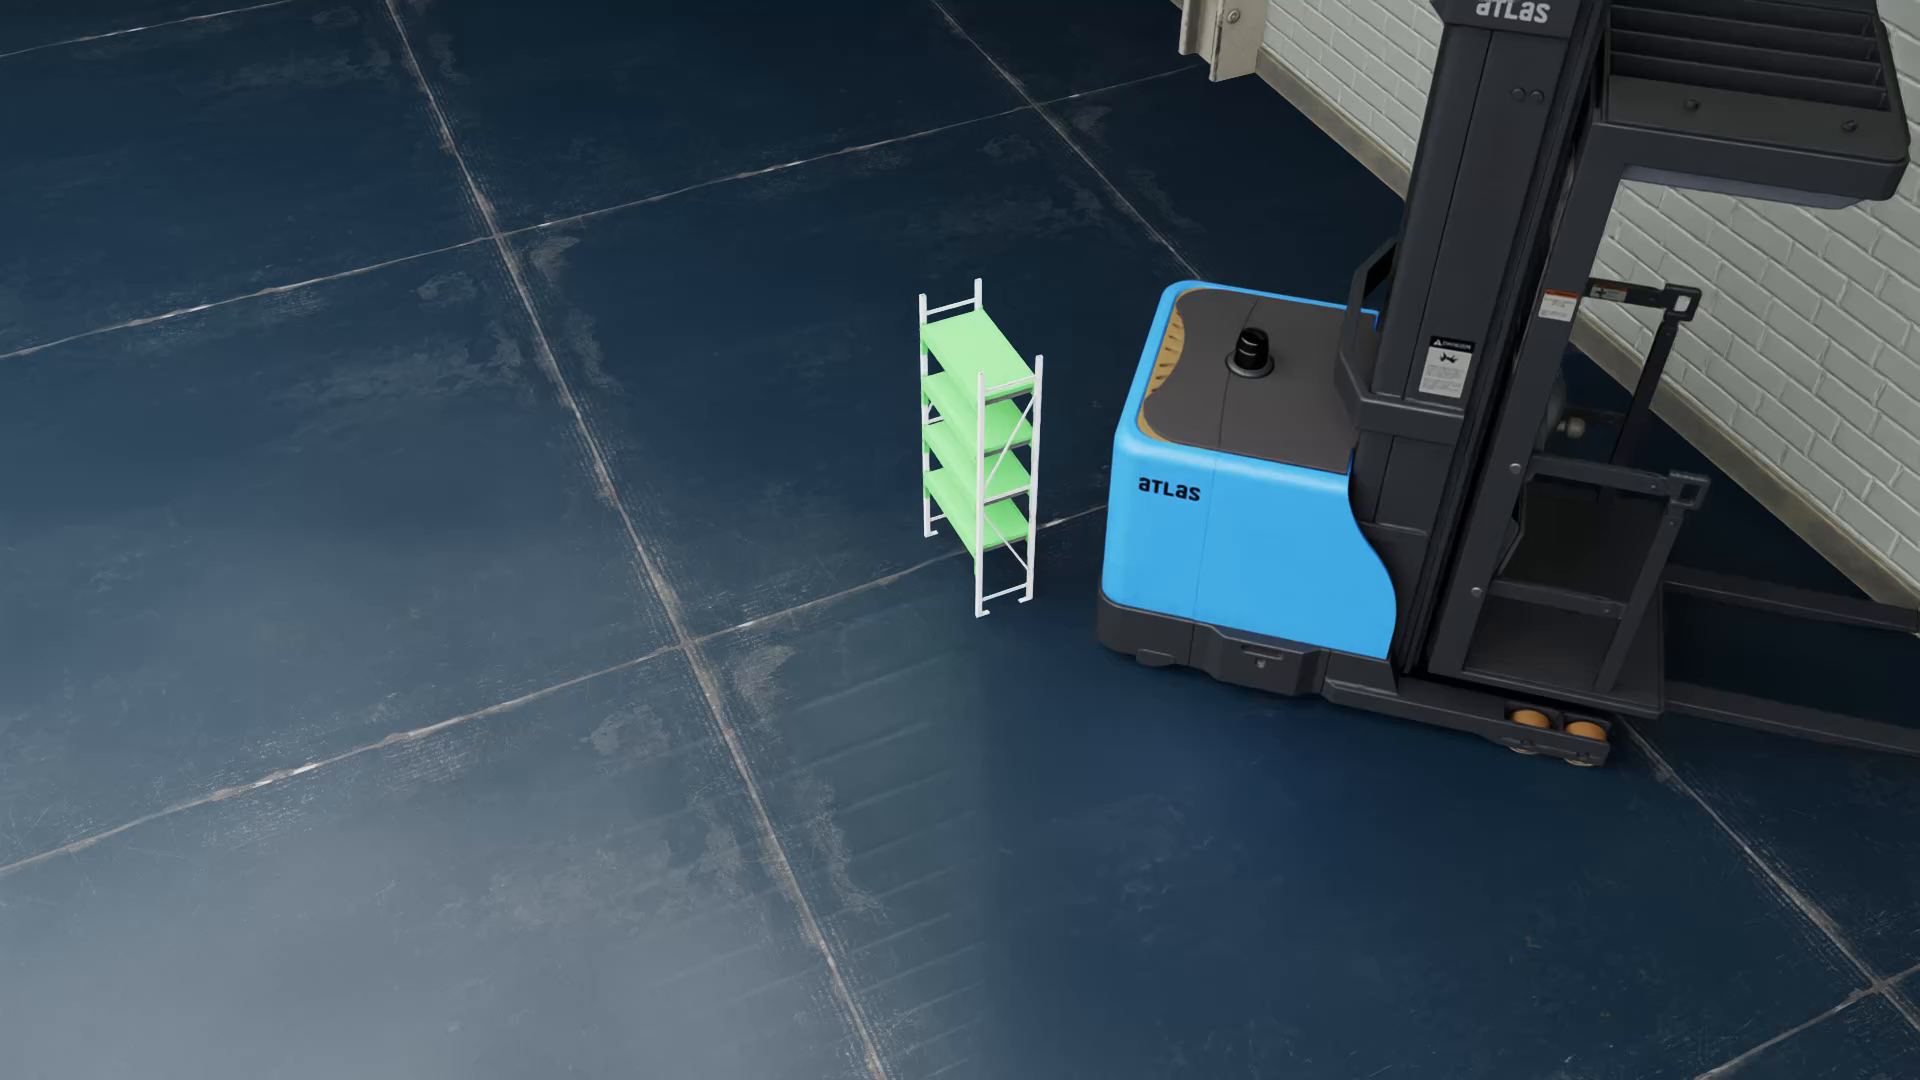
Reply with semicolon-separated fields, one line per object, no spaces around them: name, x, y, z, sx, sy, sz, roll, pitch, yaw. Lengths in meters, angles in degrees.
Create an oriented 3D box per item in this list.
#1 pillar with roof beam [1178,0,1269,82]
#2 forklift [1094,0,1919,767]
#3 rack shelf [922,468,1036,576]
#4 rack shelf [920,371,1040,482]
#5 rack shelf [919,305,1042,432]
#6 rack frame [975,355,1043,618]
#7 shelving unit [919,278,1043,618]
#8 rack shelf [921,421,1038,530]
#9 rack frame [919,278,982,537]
pillar with roof beam;-2.423;-4.679;5.085;9.100;9.000;0.400;-18;47;-17
forklift;2.084;-0.655;5.327;3.031;2.935;1.130;11;46;11
rack shelf;0.070;-0.105;6.435;0.258;0.148;0.480;-18;47;-17
rack shelf;0.070;-0.447;6.098;0.258;0.148;0.480;-18;47;-17
rack shelf;0.070;-0.618;5.929;0.258;0.148;0.480;-18;47;-17
rack frame;0.172;-0.166;6.064;0.240;1.200;0.015;-18;47;-17
shelving unit;0.070;-0.322;6.222;0.258;1.200;0.503;-18;47;-17
rack shelf;0.070;-0.276;6.267;0.258;0.148;0.480;-18;47;-17
rack frame;-0.033;-0.477;6.379;0.240;1.200;0.015;-18;47;-17
